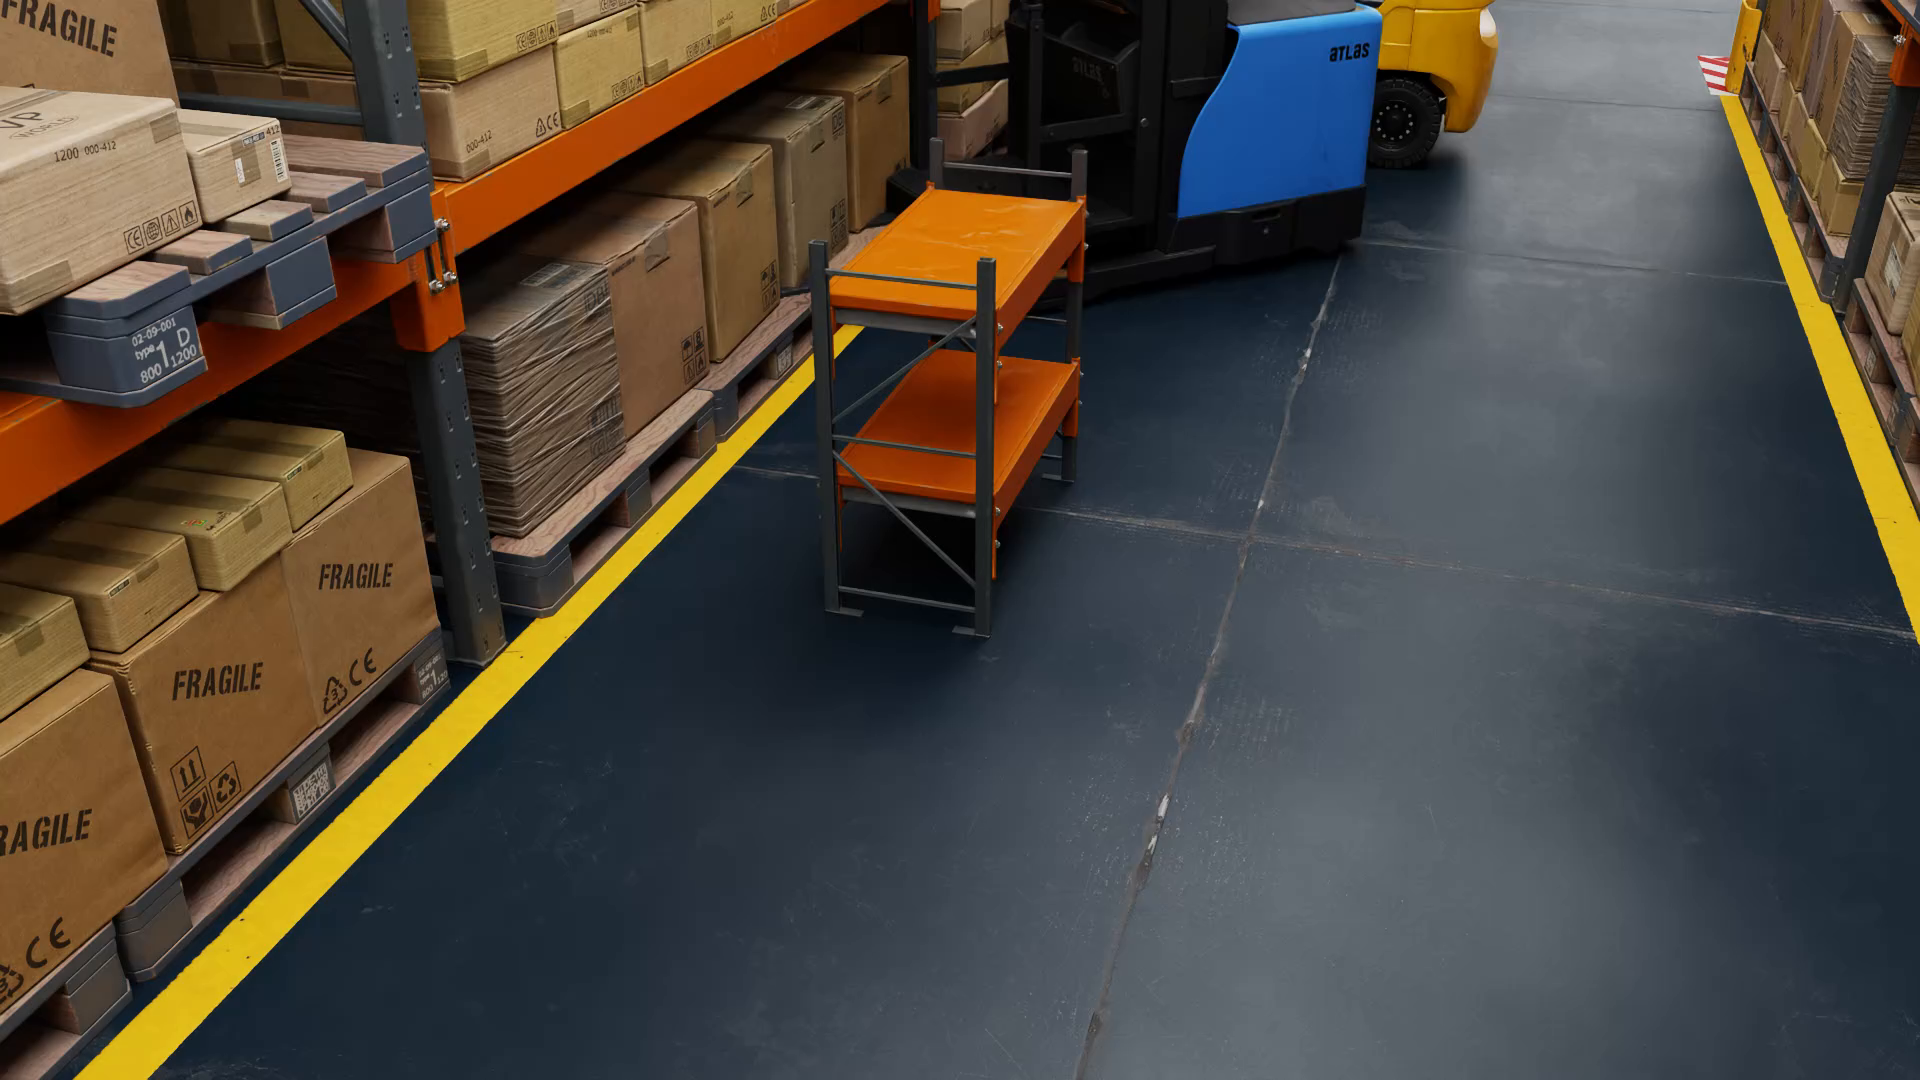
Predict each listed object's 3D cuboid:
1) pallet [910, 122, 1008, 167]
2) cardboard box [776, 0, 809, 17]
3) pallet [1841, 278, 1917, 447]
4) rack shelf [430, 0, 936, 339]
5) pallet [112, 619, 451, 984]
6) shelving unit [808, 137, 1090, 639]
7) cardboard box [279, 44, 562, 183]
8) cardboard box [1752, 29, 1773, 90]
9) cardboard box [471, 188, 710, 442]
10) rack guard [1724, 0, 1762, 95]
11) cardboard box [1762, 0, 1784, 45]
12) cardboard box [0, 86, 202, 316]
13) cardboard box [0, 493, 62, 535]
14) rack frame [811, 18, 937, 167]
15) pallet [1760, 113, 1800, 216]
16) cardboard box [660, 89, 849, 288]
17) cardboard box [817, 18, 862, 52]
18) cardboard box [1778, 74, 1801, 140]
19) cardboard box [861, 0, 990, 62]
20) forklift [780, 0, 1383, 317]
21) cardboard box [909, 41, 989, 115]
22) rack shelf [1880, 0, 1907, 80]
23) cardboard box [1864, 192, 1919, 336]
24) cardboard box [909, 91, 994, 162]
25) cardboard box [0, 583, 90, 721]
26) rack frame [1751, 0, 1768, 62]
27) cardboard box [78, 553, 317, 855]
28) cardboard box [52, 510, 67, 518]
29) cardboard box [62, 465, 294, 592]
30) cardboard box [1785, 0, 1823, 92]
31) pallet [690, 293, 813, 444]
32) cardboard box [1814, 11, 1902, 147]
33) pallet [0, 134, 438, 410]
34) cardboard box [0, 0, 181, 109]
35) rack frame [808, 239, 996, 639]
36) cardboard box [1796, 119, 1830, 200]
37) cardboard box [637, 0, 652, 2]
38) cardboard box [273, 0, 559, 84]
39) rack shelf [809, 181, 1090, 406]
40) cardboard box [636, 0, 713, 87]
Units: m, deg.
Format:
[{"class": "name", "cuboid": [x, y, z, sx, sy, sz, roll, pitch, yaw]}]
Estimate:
[{"class": "pallet", "cuboid": [-0.328, -2.056, 8.728, 1.003, 0.211, 1.213, 8, 30, 15]}, {"class": "cardboard box", "cuboid": [-0.816, -2.113, 6.116, 0.500, 0.250, 0.500, 9, 30, 15]}, {"class": "pallet", "cuboid": [3.918, -0.623, 6.153, 1.003, 0.211, 1.213, 8, 30, 15]}, {"class": "rack shelf", "cuboid": [-1.188, -1.667, 5.900, 1.077, 0.370, 4.000, 8, 30, 15]}, {"class": "pallet", "cuboid": [-2.030, 0.509, 4.119, 1.003, 0.211, 1.213, 8, 30, 15]}, {"class": "shelving unit", "cuboid": [-0.002, -0.488, 4.971, 0.538, 1.125, 1.048, 8, 30, 15]}, {"class": "cardboard box", "cuboid": [-1.411, -1.157, 4.399, 0.500, 0.250, 0.500, 9, 30, 15]}, {"class": "cardboard box", "cuboid": [4.818, -2.709, 9.431, 0.500, 0.250, 0.500, 8, 30, 14]}, {"class": "cardboard box", "cuboid": [-1.395, -0.790, 5.595, 0.875, 0.625, 0.625, 9, 30, 17]}, {"class": "rack guard", "cuboid": [5.297, -2.935, 10.012, 1.175, 0.500, 0.348, 8, 30, 15]}, {"class": "cardboard box", "cuboid": [4.812, -3.026, 9.229, 0.500, 0.500, 0.500, 7, 30, 13]}, {"class": "cardboard box", "cuboid": [-1.775, -0.633, 3.025, 0.500, 0.250, 0.500, 7, 30, 13]}, {"class": "cardboard box", "cuboid": [-2.330, -0.109, 3.832, 0.380, 0.149, 0.250, 9, 30, 16]}, {"class": "rack frame", "cuboid": [-0.601, -2.910, 7.396, 1.000, 3.000, 0.127, 8, 30, 15]}, {"class": "pallet", "cuboid": [4.665, -1.871, 8.397, 1.003, 0.211, 1.213, 8, 30, 15]}, {"class": "cardboard box", "cuboid": [-0.979, -1.453, 6.786, 0.875, 0.625, 0.625, 8, 30, 14]}, {"class": "cardboard box", "cuboid": [-0.642, -2.586, 8.180, 0.500, 0.250, 0.500, 9, 30, 16]}, {"class": "cardboard box", "cuboid": [4.513, -2.218, 8.548, 0.500, 0.250, 0.500, 11, 31, 18]}, {"class": "cardboard box", "cuboid": [-0.159, -2.509, 8.043, 0.500, 0.250, 0.500, 8, 30, 14]}, {"class": "forklift", "cuboid": [0.291, -2.495, 6.720, 3.031, 2.935, 1.130, -14, 32, -24]}, {"class": "cardboard box", "cuboid": [-0.164, -2.292, 8.166, 0.500, 0.250, 0.500, 8, 30, 15]}, {"class": "rack shelf", "cuboid": [4.732, -2.819, 7.972, 1.077, 0.370, 4.000, 8, 30, 15]}, {"class": "cardboard box", "cuboid": [3.993, -0.995, 6.224, 0.950, 0.372, 0.625, 9, 30, 16]}, {"class": "cardboard box", "cuboid": [-0.143, -2.070, 8.282, 0.500, 0.250, 0.500, 9, 30, 15]}, {"class": "cardboard box", "cuboid": [-1.969, 0.203, 3.272, 0.380, 0.149, 0.250, 9, 30, 16]}, {"class": "rack frame", "cuboid": [5.319, -4.063, 9.468, 1.000, 3.000, 0.127, 8, 30, 15]}, {"class": "cardboard box", "cuboid": [-1.851, 0.316, 3.736, 0.500, 0.500, 0.500, 8, 30, 14]}, {"class": "cardboard box", "cuboid": [-2.330, 0.238, 3.875, 0.500, 0.500, 0.500, 9, 30, 15]}, {"class": "cardboard box", "cuboid": [-1.729, -0.029, 3.689, 0.380, 0.149, 0.250, 7, 30, 12]}, {"class": "cardboard box", "cuboid": [4.507, -2.550, 8.374, 0.500, 0.500, 0.500, 9, 30, 16]}, {"class": "pallet", "cuboid": [-1.136, -0.775, 6.426, 1.003, 0.211, 1.213, 8, 30, 15]}, {"class": "cardboard box", "cuboid": [4.210, -2.063, 7.499, 0.500, 0.500, 0.500, 9, 30, 16]}, {"class": "pallet", "cuboid": [-1.907, -0.643, 3.517, 1.213, 0.211, 1.003, 8, 30, 15]}, {"class": "cardboard box", "cuboid": [-2.076, -1.062, 3.538, 0.500, 0.500, 0.500, 10, 31, 17]}, {"class": "rack frame", "cuboid": [-0.151, -0.252, 4.546, 0.500, 1.125, 0.032, 8, 30, 15]}, {"class": "cardboard box", "cuboid": [4.208, -1.748, 7.703, 0.500, 0.250, 0.500, 8, 30, 14]}, {"class": "cardboard box", "cuboid": [-1.092, -1.849, 5.128, 0.500, 0.250, 0.500, 8, 30, 14]}, {"class": "cardboard box", "cuboid": [-1.388, -1.372, 4.271, 0.500, 0.250, 0.500, 8, 30, 15]}, {"class": "rack shelf", "cuboid": [-0.002, -0.744, 4.829, 0.538, 0.278, 1.000, 8, 30, 15]}, {"class": "cardboard box", "cuboid": [-1.114, -1.631, 5.250, 0.500, 0.250, 0.500, 8, 30, 13]}]
